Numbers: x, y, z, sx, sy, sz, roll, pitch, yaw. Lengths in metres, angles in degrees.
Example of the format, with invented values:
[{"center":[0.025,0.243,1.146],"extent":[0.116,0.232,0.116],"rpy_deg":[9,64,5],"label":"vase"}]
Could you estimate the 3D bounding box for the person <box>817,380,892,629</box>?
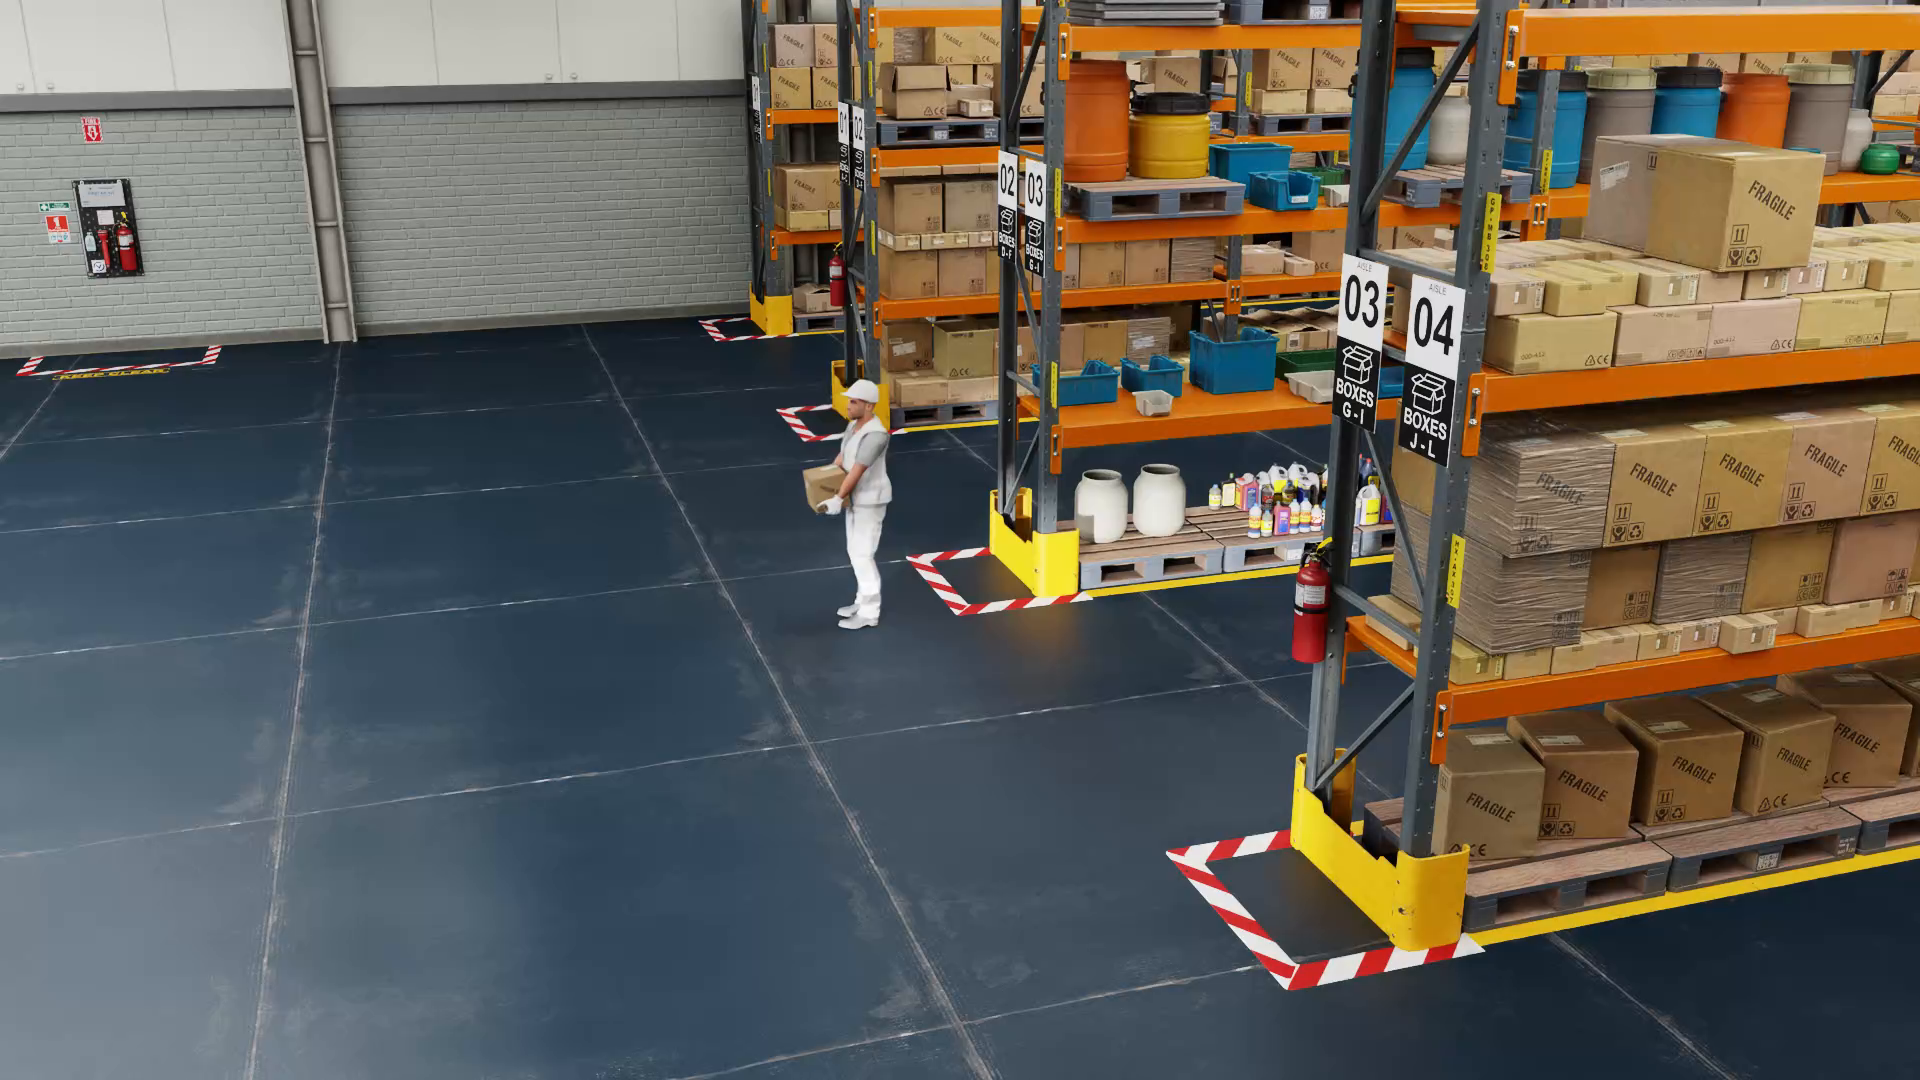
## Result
[{"center":[-0.768,-0.252,11.760],"extent":[0.563,1.787,0.495],"rpy_deg":[-6,20,-18],"label":"person"}]
